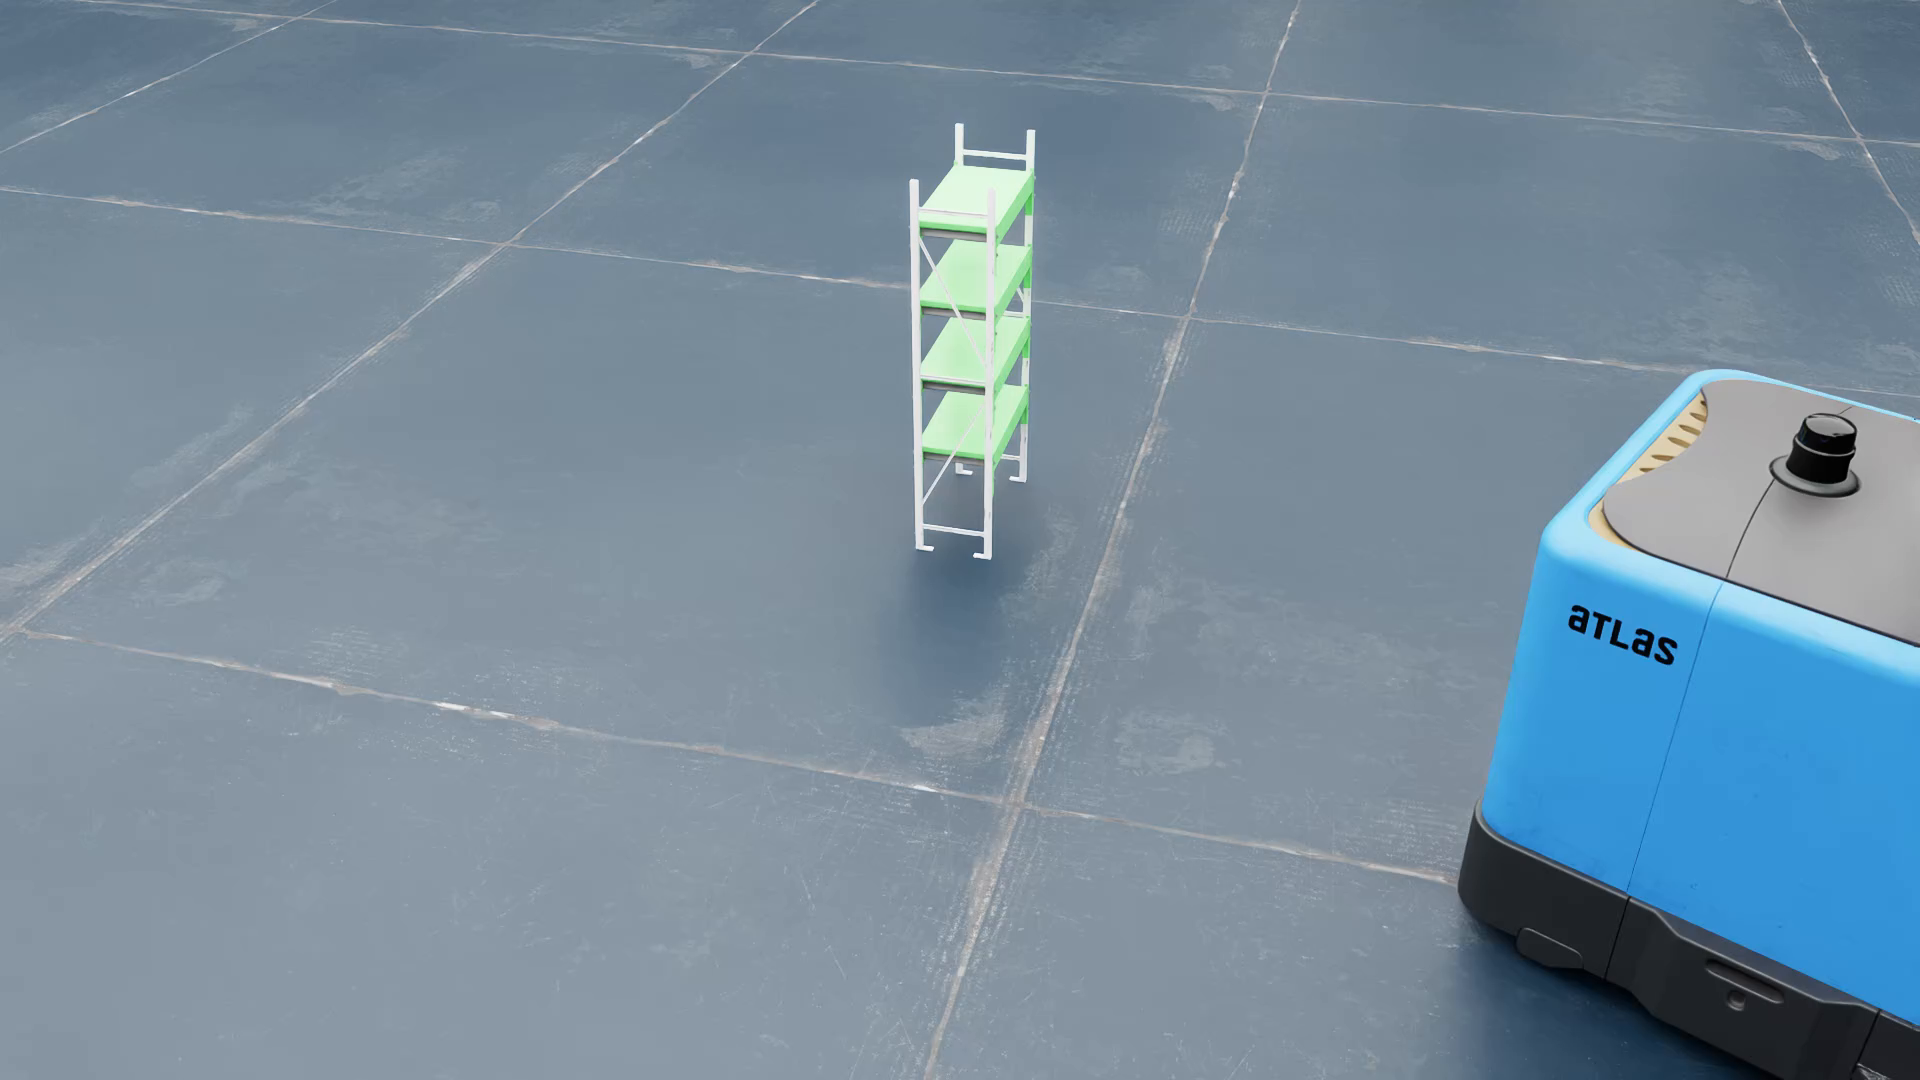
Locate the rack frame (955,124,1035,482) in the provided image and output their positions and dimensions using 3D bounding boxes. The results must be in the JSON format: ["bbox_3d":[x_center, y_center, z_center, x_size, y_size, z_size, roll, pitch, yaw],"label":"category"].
[{"bbox_3d":[0.104,-0.719,5.262,0.240,1.200,0.015,8,33,12],"label":"rack frame"}]

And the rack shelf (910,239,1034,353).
[{"bbox_3d":[0.042,-0.741,4.969,0.258,0.148,0.480,8,33,12],"label":"rack shelf"}]

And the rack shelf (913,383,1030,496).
[{"bbox_3d":[0.042,-0.336,5.226,0.258,0.148,0.480,8,33,12],"label":"rack shelf"}]

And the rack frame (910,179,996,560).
[{"bbox_3d":[-0.020,-0.466,4.864,0.240,1.200,0.015,8,33,12],"label":"rack frame"}]

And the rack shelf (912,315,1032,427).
[{"bbox_3d":[0.042,-0.538,5.098,0.258,0.148,0.480,8,33,12],"label":"rack shelf"}]

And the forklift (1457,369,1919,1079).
[{"bbox_3d":[2.614,-0.059,2.611,3.031,2.935,1.130,23,39,32],"label":"forklift"}]

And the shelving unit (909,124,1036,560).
[{"bbox_3d":[0.042,-0.592,5.063,0.258,1.200,0.503,8,33,12],"label":"shelving unit"}]

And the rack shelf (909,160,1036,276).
[{"bbox_3d":[0.042,-0.943,4.840,0.258,0.148,0.480,8,33,12],"label":"rack shelf"}]
